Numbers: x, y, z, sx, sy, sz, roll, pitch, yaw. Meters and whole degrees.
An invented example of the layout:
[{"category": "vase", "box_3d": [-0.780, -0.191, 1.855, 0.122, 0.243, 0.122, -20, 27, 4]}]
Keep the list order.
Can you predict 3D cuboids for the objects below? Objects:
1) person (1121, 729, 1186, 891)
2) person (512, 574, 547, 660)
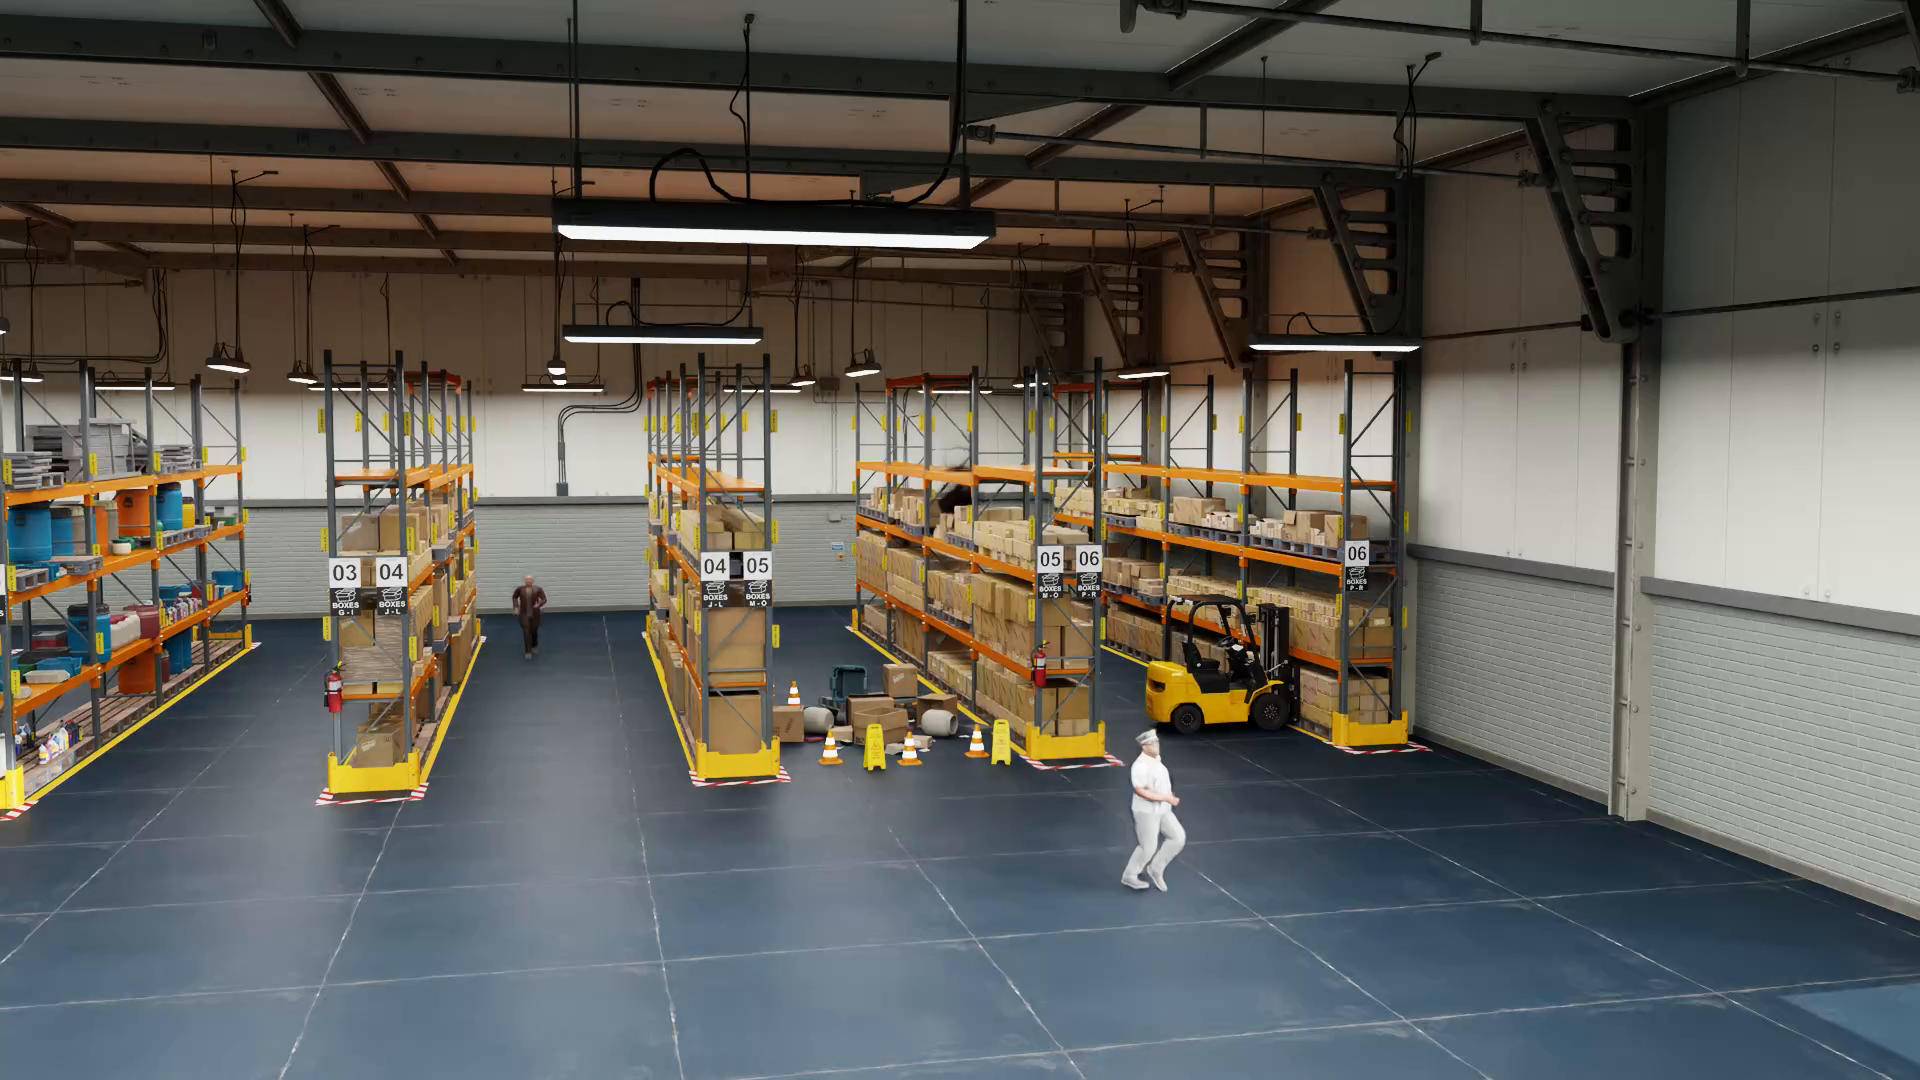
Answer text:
[{"category": "person", "box_3d": [2.079, 2.905, 17.824, 0.694, 1.773, 0.673, 3, 5, 32]}, {"category": "person", "box_3d": [-9.223, 1.622, 35.647, 0.725, 1.780, 0.965, -1, 4, -16]}]
